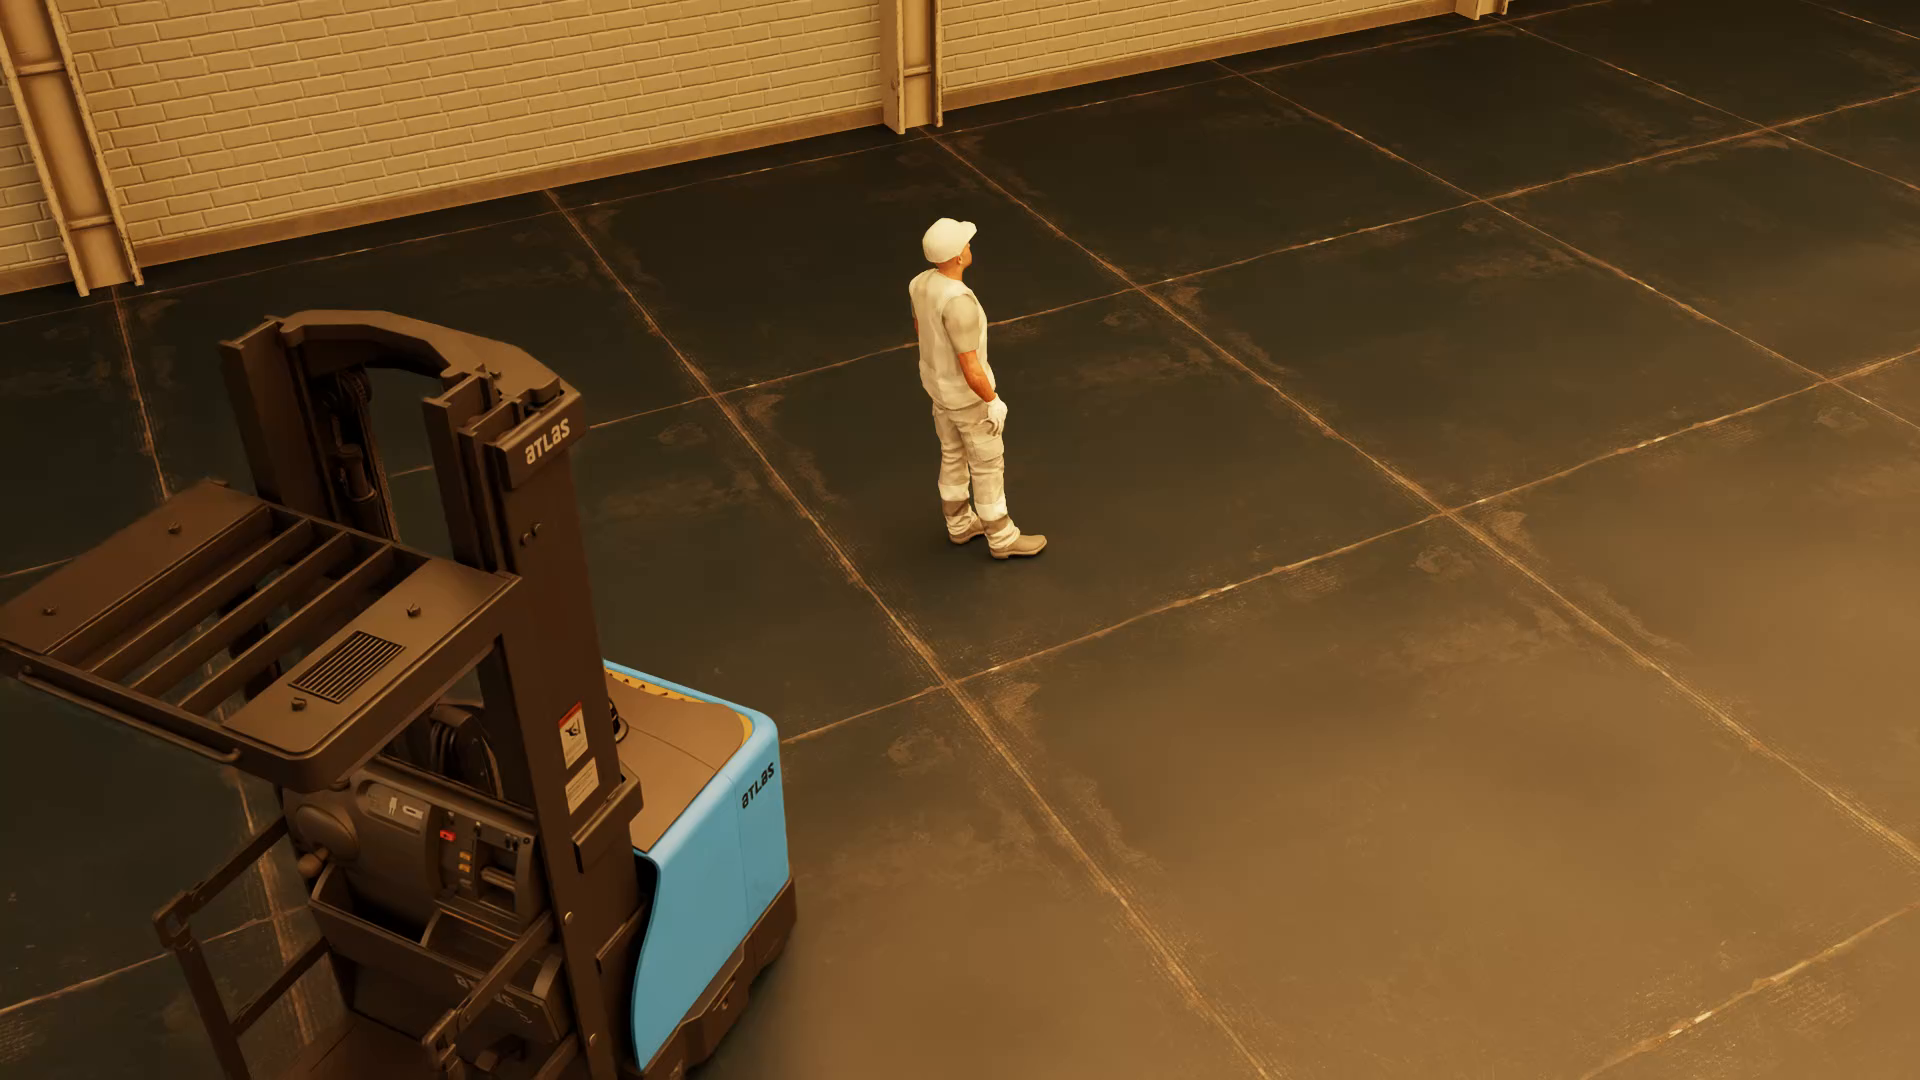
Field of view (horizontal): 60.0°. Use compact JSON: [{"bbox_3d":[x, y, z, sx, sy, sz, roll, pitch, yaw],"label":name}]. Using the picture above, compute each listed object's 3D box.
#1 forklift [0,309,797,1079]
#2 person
[{"bbox_3d":[-1.730,0.954,4.774,1.130,2.935,3.031,16,38,21],"label":"forklift"},{"bbox_3d":[0.076,-0.753,8.165,0.562,1.789,0.638,-17,39,-23],"label":"person"}]
